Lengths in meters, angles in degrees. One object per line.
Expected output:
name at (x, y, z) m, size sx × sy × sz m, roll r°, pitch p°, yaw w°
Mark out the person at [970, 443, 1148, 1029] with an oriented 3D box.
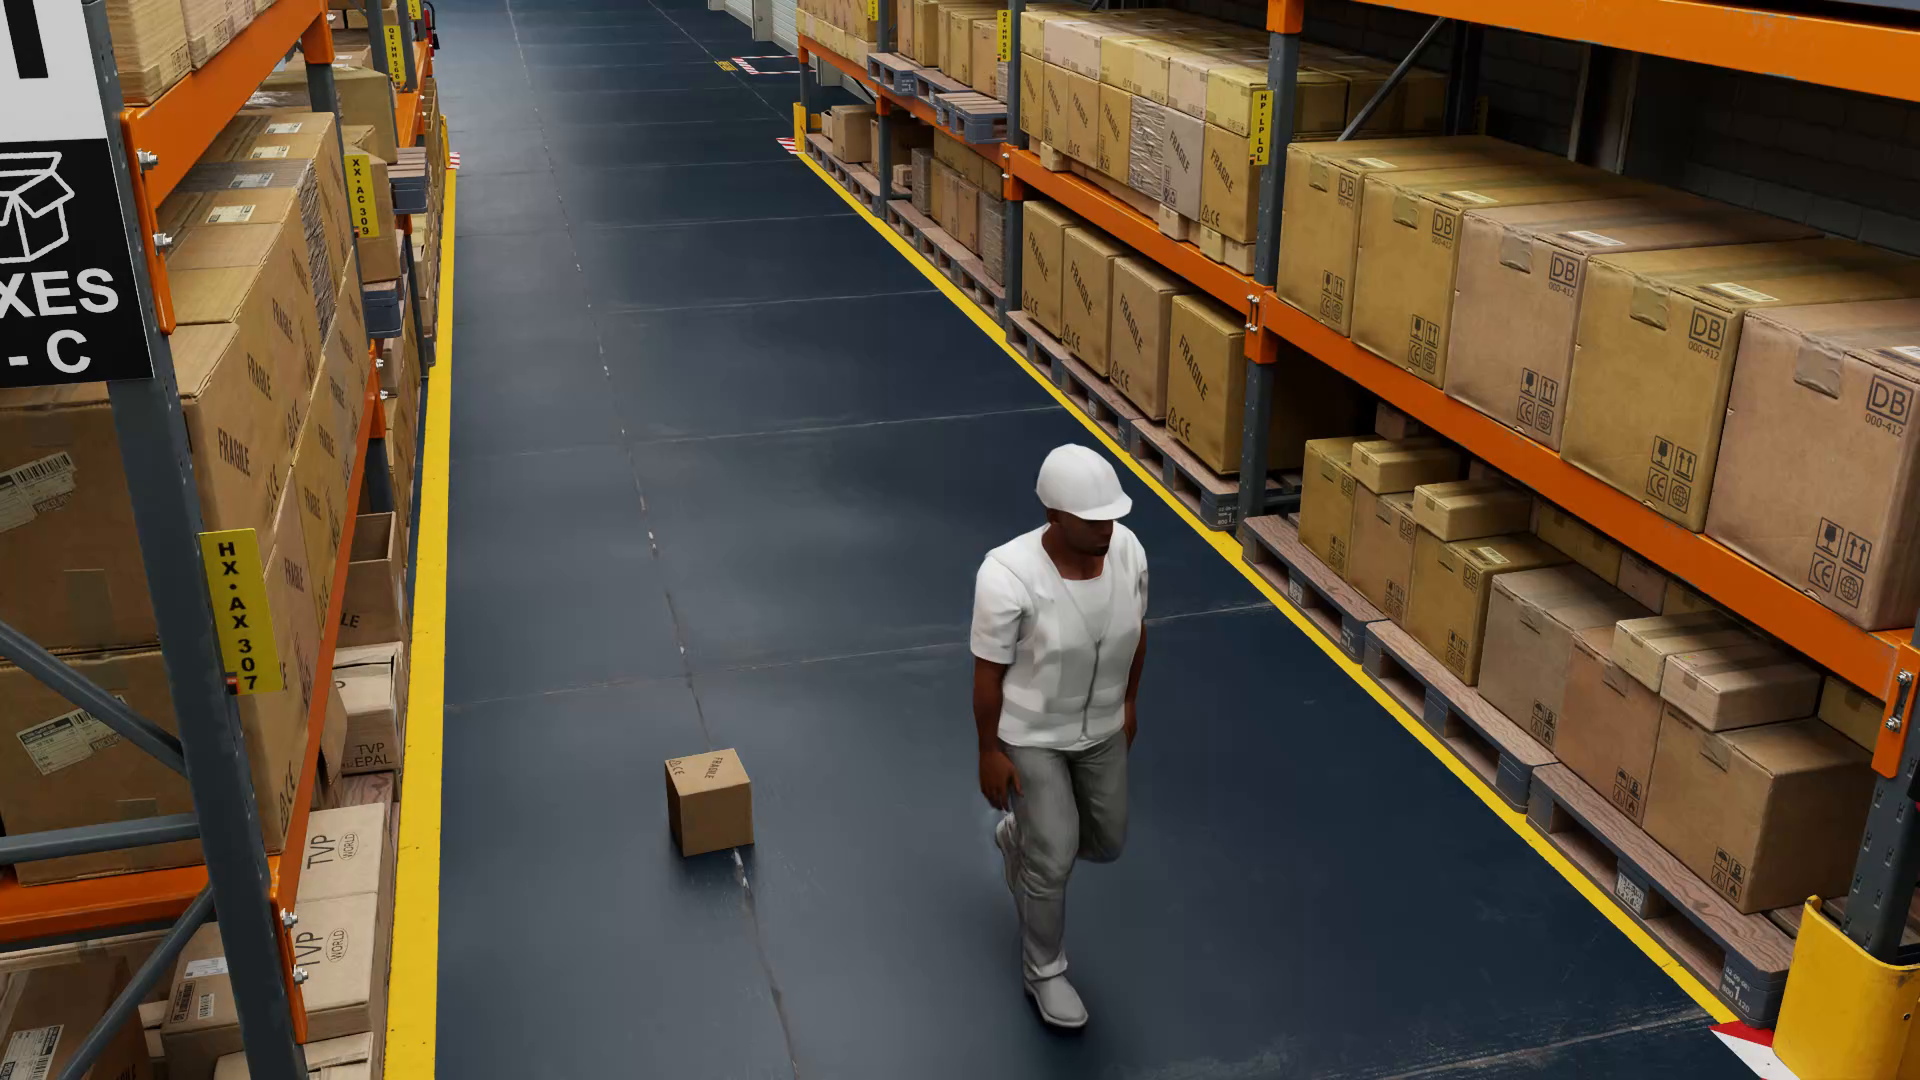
person at (0.259, 0.506, 4.829) m, size 0.579 × 1.749 × 0.706 m, roll -13°, pitch 26°, yaw -28°
